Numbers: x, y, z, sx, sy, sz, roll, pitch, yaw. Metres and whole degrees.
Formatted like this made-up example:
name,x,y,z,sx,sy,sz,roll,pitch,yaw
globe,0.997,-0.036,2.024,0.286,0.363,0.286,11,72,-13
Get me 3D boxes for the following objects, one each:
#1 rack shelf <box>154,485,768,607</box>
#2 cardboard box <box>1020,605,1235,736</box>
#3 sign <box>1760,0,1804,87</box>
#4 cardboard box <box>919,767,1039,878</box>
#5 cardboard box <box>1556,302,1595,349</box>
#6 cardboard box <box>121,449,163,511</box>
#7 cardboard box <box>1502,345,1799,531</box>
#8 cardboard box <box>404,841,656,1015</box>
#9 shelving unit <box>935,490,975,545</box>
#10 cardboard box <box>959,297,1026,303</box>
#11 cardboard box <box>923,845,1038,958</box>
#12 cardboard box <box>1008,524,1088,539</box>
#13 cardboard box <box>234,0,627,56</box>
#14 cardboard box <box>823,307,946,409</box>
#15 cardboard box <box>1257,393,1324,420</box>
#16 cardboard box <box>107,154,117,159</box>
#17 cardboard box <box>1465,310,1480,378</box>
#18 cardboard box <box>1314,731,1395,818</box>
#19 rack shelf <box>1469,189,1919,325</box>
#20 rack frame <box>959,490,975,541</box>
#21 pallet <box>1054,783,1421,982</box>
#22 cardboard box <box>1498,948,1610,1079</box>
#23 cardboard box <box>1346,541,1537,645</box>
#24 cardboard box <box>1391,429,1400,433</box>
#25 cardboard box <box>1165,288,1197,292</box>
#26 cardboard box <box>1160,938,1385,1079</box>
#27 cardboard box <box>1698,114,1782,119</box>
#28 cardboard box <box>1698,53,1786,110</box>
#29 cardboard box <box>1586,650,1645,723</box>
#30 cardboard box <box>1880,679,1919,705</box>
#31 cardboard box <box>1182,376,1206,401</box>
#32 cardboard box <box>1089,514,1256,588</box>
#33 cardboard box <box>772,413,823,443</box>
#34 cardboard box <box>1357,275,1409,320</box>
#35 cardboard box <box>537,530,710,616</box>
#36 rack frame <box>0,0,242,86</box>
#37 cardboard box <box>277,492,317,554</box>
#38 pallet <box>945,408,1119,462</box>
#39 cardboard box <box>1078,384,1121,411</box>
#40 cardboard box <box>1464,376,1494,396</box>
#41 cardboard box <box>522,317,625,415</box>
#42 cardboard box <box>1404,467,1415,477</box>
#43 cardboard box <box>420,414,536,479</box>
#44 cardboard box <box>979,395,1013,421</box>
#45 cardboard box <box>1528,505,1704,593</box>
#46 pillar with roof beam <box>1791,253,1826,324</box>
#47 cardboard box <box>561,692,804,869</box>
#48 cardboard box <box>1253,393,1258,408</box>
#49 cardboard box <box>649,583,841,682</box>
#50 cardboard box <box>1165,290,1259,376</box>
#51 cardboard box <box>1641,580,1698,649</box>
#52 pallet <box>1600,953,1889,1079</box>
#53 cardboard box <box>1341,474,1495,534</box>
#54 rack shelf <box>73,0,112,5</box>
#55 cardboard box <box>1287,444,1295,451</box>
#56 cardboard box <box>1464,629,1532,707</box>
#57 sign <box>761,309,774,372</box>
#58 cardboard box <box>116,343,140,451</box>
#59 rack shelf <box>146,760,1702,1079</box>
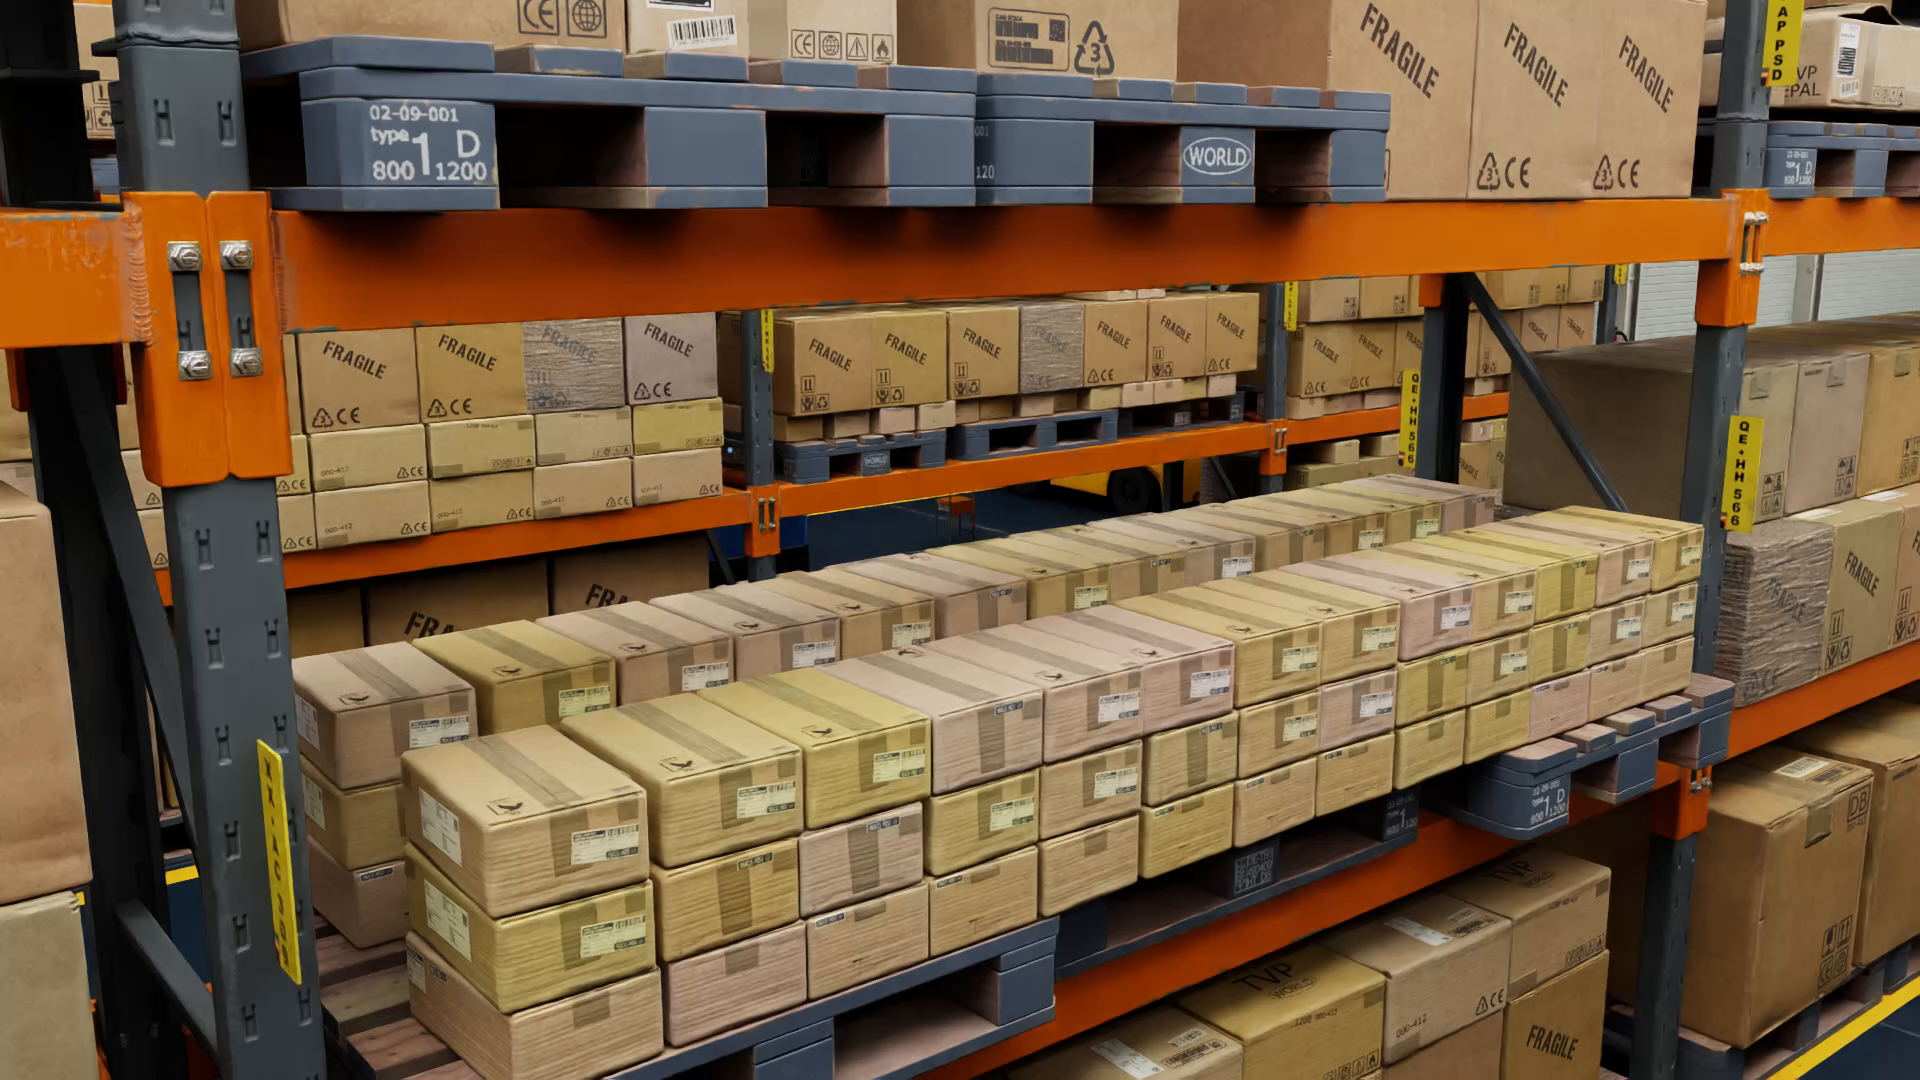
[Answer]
name,x,y,z,sx,sy,sz,roll,pitch,yaw
rack shelf,-2.881,0.077,7.777,4.000,0.370,1.077,-9,15,-38
cardboard box,0.332,0.256,3.362,0.250,0.149,0.380,-9,15,-36
sign,2.189,-1.377,4.424,0.005,0.325,0.100,-9,15,-38
cardboard box,-0.072,0.468,3.079,0.250,0.149,0.380,-10,16,-40
cardboard box,4.676,-1.652,13.230,0.500,0.500,0.500,-10,15,-39
cardboard box,-3.534,-0.270,6.837,0.500,0.250,0.500,-9,15,-37
cardboard box,2.209,-0.339,5.358,0.500,0.500,0.700,-10,15,-38
cardboard box,-0.677,0.570,2.602,0.250,0.149,0.380,-9,15,-37
shelving unit,-0.042,-0.507,13.487,0.252,1.050,0.215,-9,15,-38
cardboard box,0.079,-1.244,10.296,0.500,0.500,0.500,-10,16,-40
cardboard box,-0.070,0.614,3.109,0.250,0.149,0.380,-9,15,-37
cardboard box,0.837,0.189,10.834,0.625,0.372,0.950,-8,15,-34
cardboard box,-0.907,-0.979,2.543,0.500,0.500,0.700,-9,15,-38
cardboard box,-0.421,-1.024,9.261,0.500,0.500,0.500,-8,15,-35
cardboard box,2.250,-0.919,11.342,0.250,0.149,0.380,-10,15,-38
cardboard box,-5.455,-2.497,11.305,0.500,0.250,0.500,-9,15,-38
cardboard box,3.481,-1.461,12.329,0.500,0.500,0.500,-9,15,-37
cardboard box,0.749,0.477,3.755,0.250,0.149,0.380,-9,15,-36
rack shelf,3.413,-1.120,6.190,4.000,0.370,1.077,-9,15,-38
rack frame,0.053,-0.522,13.562,0.008,1.050,0.200,-9,15,-38
pallet,0.332,0.613,3.984,1.213,0.211,1.003,-9,15,-38
cardboard box,1.501,1.400,4.819,0.500,0.500,0.500,-10,15,-38
cardboard box,1.147,0.121,3.998,0.250,0.149,0.380,-9,15,-36
cardboard box,3.177,-0.740,12.132,0.250,0.149,0.380,-8,15,-34
cardboard box,1.259,-1.439,11.216,0.500,0.500,0.500,-9,15,-36
cardboard box,0.687,1.168,4.110,0.500,0.250,0.500,-9,15,-36
cardboard box,2.480,-1.607,5.717,0.500,0.311,0.500,-9,15,-38
cardboard box,2.212,-1.361,4.947,0.250,0.149,0.380,-10,16,-40
cardboard box,1.559,0.343,4.385,0.250,0.149,0.380,-9,15,-38
cardboard box,3.791,0.851,6.805,0.750,0.750,1.050,-9,15,-38
cardboard box,1.358,-0.993,10.678,0.250,0.149,0.380,-10,16,-39
cardboard box,0.550,0.046,4.350,0.250,0.149,0.380,-9,15,-35
cardboard box,-0.950,-0.629,8.963,0.250,0.149,0.380,-11,16,-41
cardboard box,2.695,-1.822,11.622,0.500,0.500,0.700,-9,15,-37
cardboard box,-1.911,0.376,8.743,0.875,0.875,0.875,-10,15,-38
rack frame,-1.272,-2.160,2.138,0.127,3.000,1.000,-9,15,-38
cardboard box,-3.121,-0.088,7.181,0.500,0.250,0.500,-10,15,-38
pallet,0.201,-0.704,10.185,1.213,0.211,1.003,-9,15,-38
cardboard box,0.769,-0.894,10.213,0.250,0.149,0.380,-9,15,-38
cardboard box,3.814,-1.189,12.612,0.250,0.149,0.380,-10,15,-38
cardboard box,-1.955,-0.895,7.974,0.500,0.500,0.500,-9,15,-37
cardboard box,3.250,-0.452,12.339,0.500,0.500,0.500,-8,15,-35
cardboard box,-2.324,-0.465,7.753,0.500,0.250,0.500,-10,16,-39
cardboard box,0.098,-0.808,9.804,0.250,0.149,0.380,-9,15,-35
cardboard box,1.755,0.020,4.476,0.250,0.149,0.380,-10,16,-40
pillar with roof beam,17.462,-7.005,24.953,0.400,9.000,9.100,-9,15,-38
cardboard box,-0.463,0.387,2.746,0.250,0.149,0.380,-9,15,-36
cardboard box,2.055,-1.055,11.982,0.250,0.149,0.380,-9,15,-36
cardboard box,-0.463,0.215,3.558,0.250,0.149,0.380,-9,15,-38
cardboard box,1.587,-1.356,10.826,0.500,0.500,0.500,-10,15,-39
cardboard box,1.750,0.165,4.507,0.250,0.149,0.380,-9,15,-37
pallet,2.514,1.529,5.919,1.213,0.211,1.003,-9,15,-38
cardboard box,1.366,-0.089,4.989,0.250,0.149,0.380,-9,15,-38
rack shelf,-5.985,-3.467,10.984,4.000,0.370,1.077,-9,15,-38
cardboard box,2.494,-0.467,12.411,0.500,0.500,0.500,-9,15,-37
cardboard box,1.144,0.267,4.027,0.250,0.149,0.380,-9,15,-38
sign,-0.970,-1.011,8.382,0.005,0.325,0.100,-9,15,-38
cardboard box,-3.540,-0.634,6.747,0.500,0.500,0.500,-10,15,-38
rack shelf,0.290,0.867,4.058,4.000,0.370,1.077,-9,15,-38
